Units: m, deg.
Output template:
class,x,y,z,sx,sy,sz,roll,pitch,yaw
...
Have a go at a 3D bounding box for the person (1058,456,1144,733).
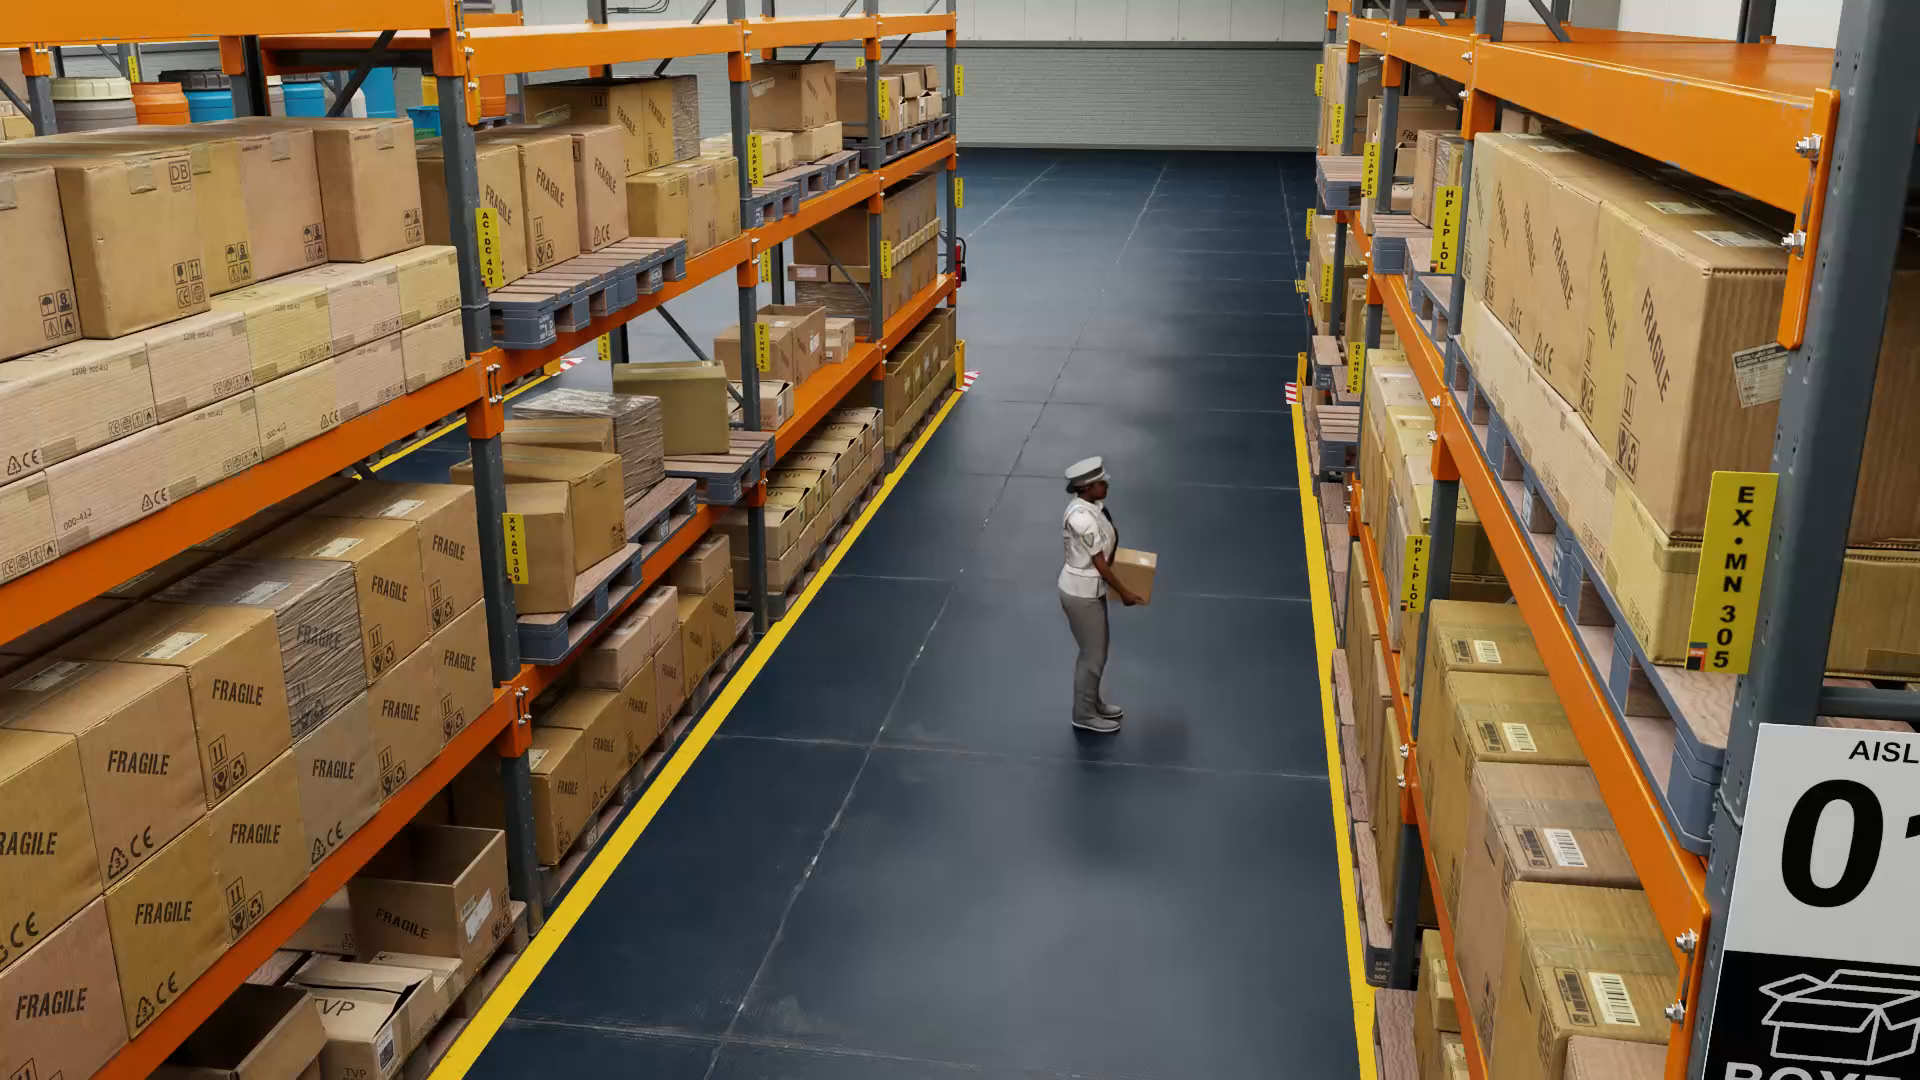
class,x,y,z,sx,sy,sz,roll,pitch,yaw
person,0.852,0.320,10.037,0.521,1.691,0.424,3,18,8
